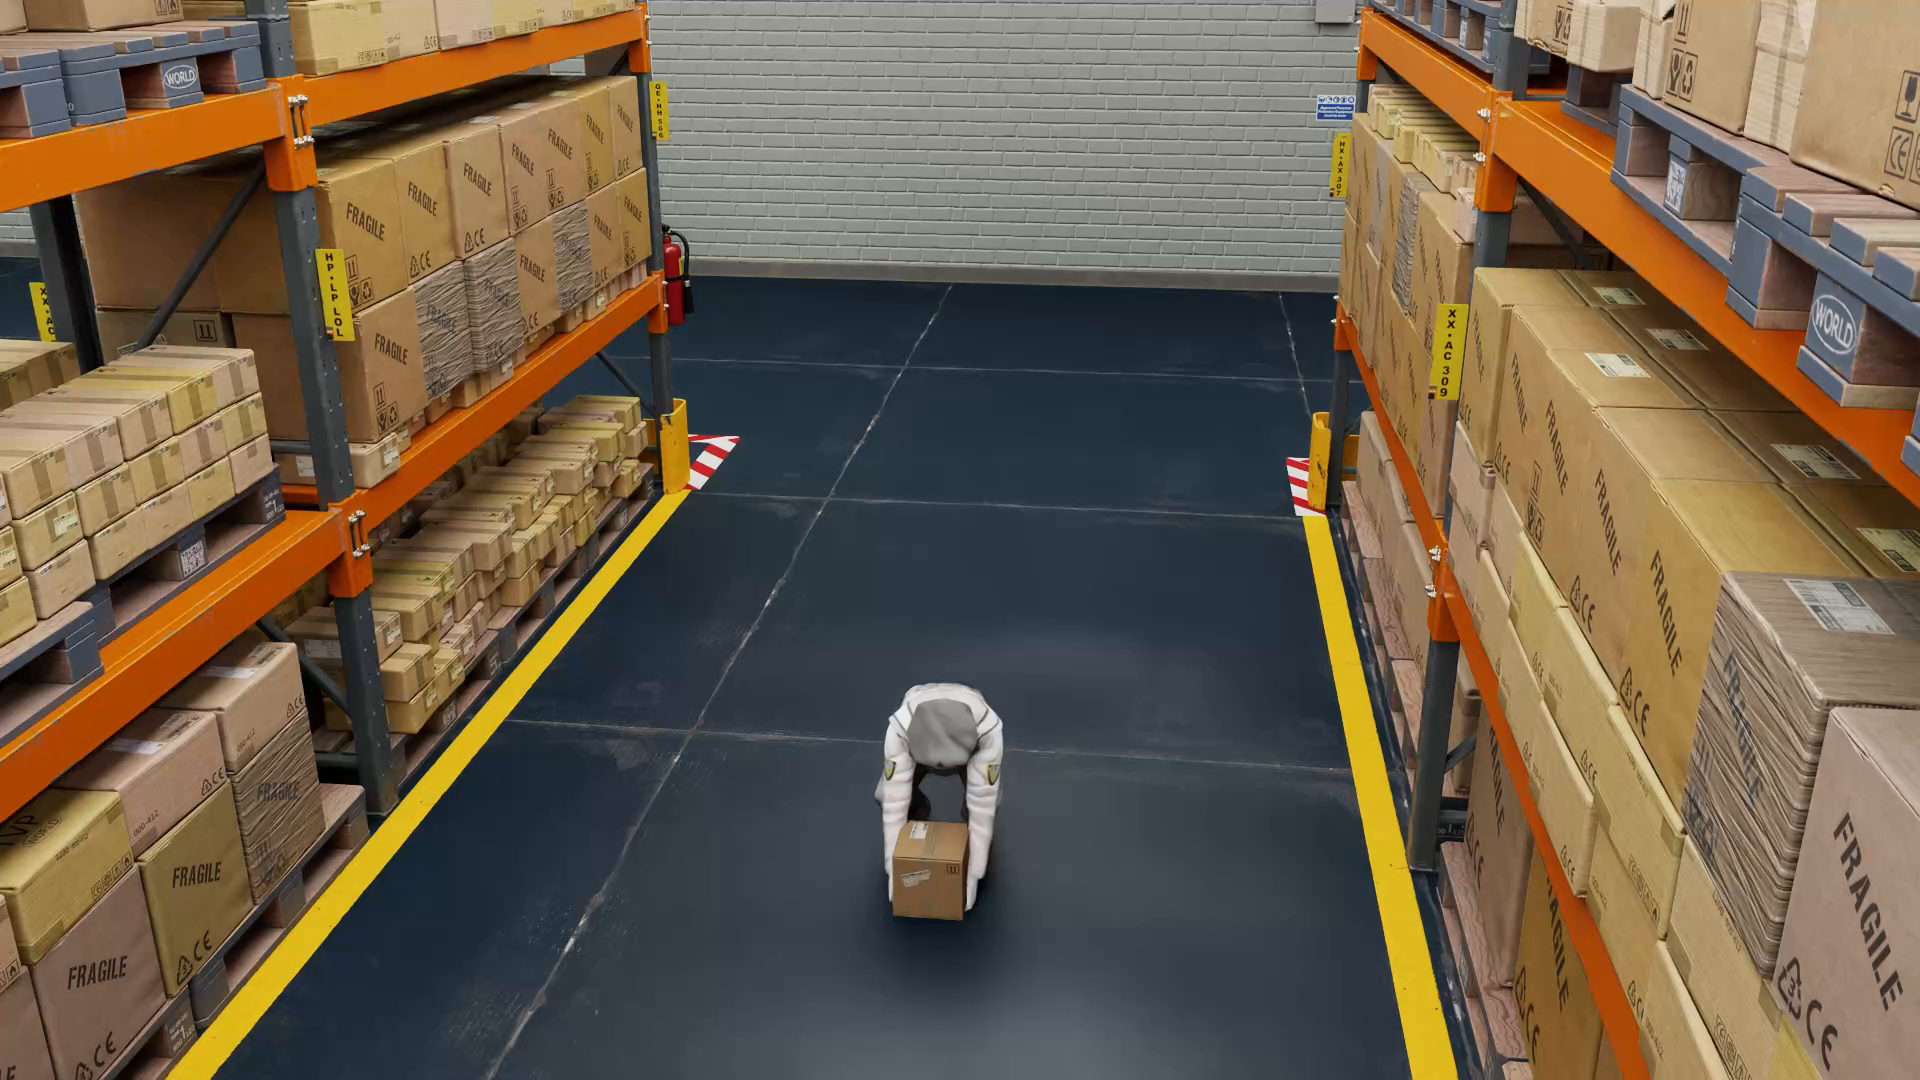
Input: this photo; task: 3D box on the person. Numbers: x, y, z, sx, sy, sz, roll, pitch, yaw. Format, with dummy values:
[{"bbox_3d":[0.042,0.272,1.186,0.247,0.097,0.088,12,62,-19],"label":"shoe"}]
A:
[{"bbox_3d":[-0.070,0.846,6.175,0.477,0.847,0.875,2,21,6],"label":"person"}]
